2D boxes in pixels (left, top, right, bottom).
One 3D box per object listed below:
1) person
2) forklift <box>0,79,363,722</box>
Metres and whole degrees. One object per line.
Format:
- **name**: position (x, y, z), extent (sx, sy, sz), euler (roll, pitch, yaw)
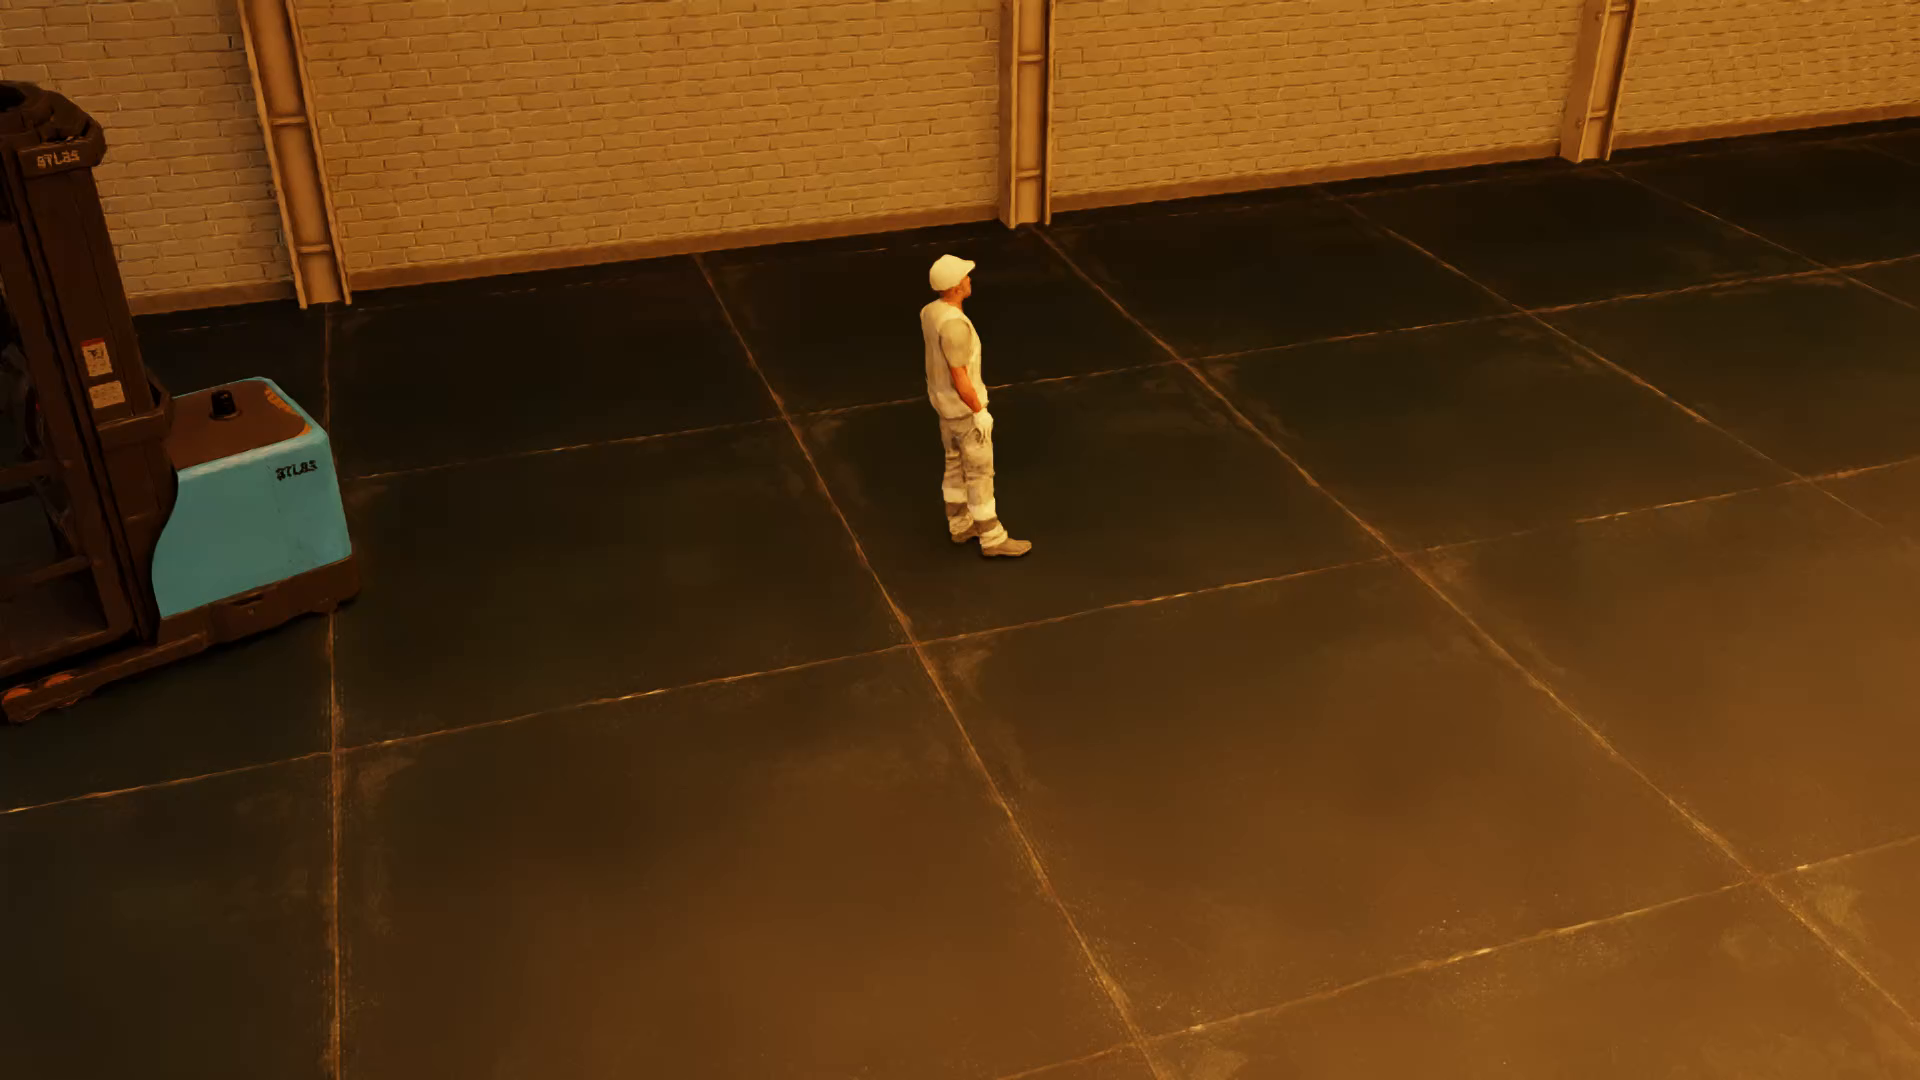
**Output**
- **person**: position (0.080, -0.789, 9.589), extent (0.563, 1.787, 0.637), euler (-10, 31, -16)
- **forklift**: position (-4.846, -0.650, 8.217), extent (3.031, 2.935, 1.130), euler (-22, 36, -33)
